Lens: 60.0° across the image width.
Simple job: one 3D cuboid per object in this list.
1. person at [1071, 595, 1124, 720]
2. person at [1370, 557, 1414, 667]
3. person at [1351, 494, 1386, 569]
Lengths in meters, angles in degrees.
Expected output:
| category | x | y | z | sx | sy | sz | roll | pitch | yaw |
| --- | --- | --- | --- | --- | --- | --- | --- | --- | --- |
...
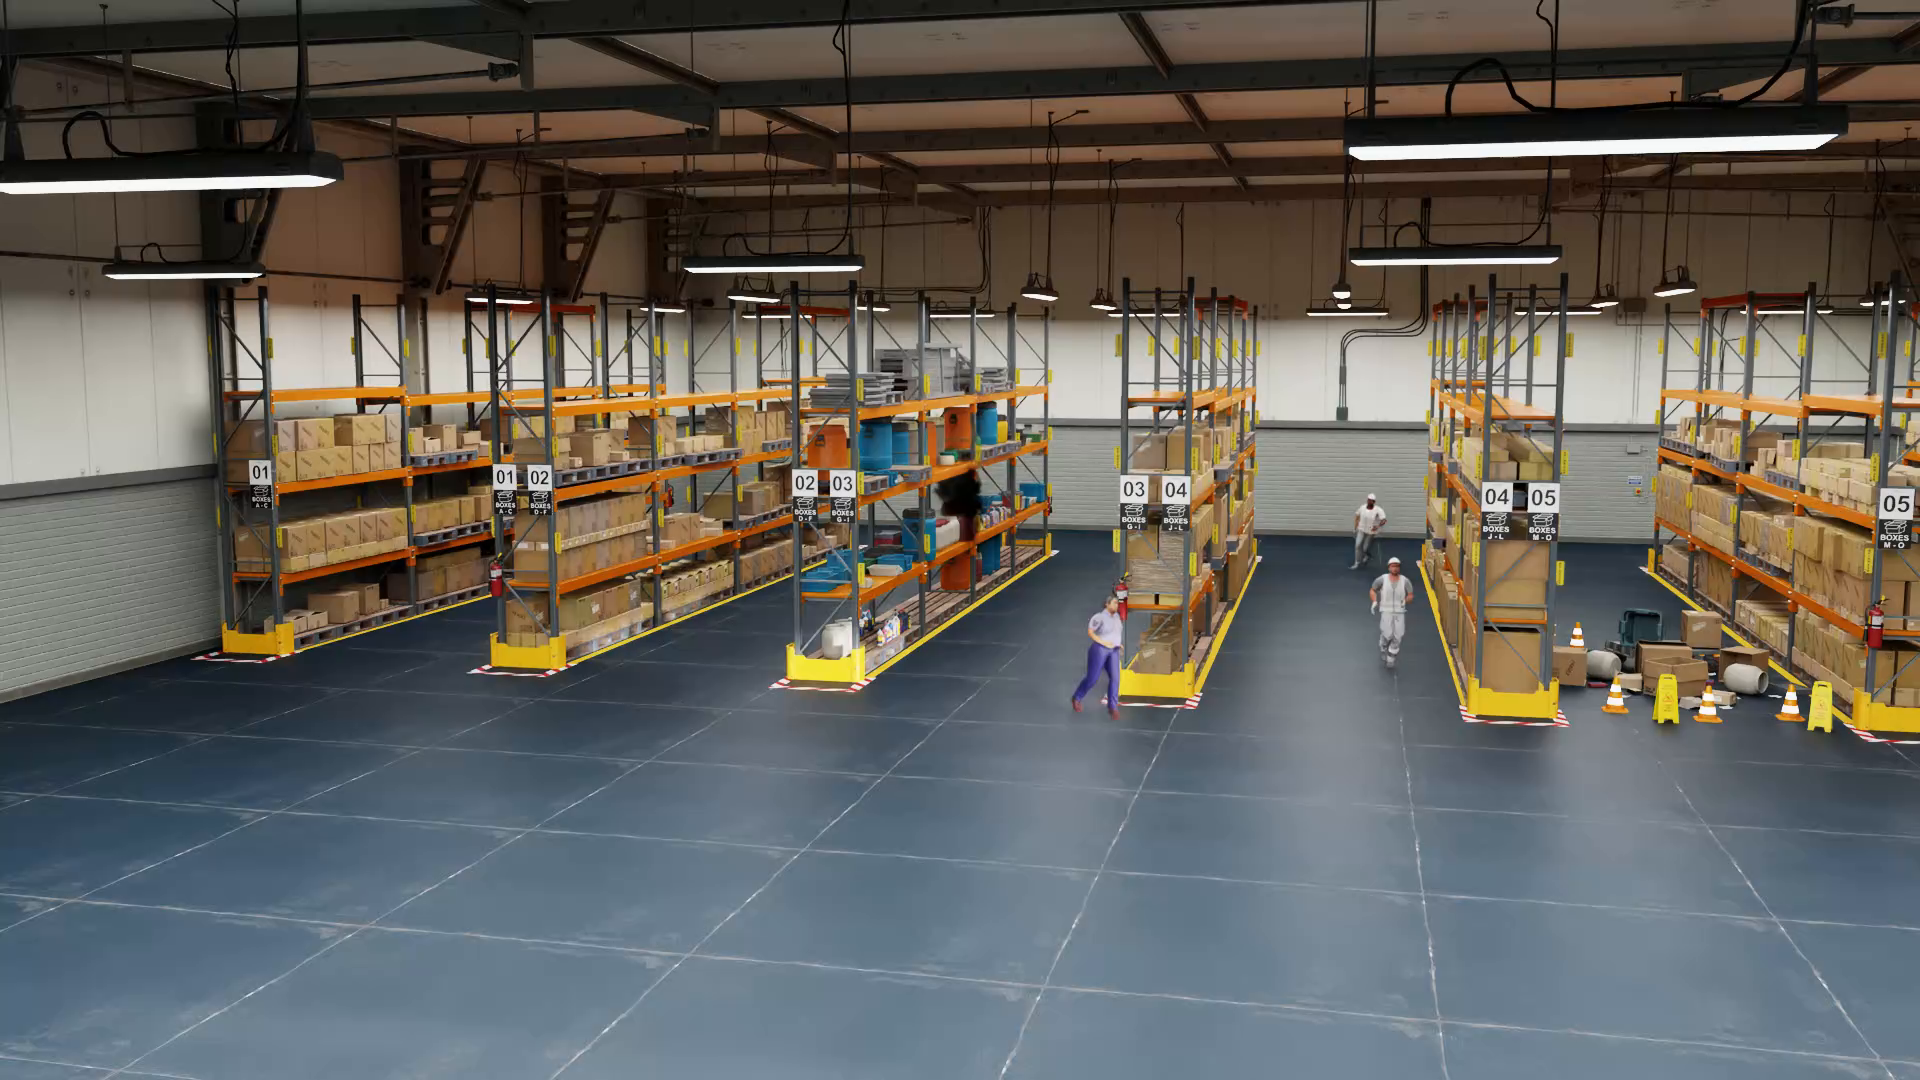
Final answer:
| category | x | y | z | sx | sy | sz | roll | pitch | yaw |
| --- | --- | --- | --- | --- | --- | --- | --- | --- | --- |
| person | 2.013 | 1.571 | 22.756 | 0.691 | 1.641 | 0.867 | -5 | 8 | -36 |
| person | 6.772 | 1.147 | 26.023 | 0.650 | 1.740 | 0.577 | 1 | 7 | 6 |
| person | 9.332 | -0.196 | 37.926 | 0.764 | 1.713 | 0.816 | 4 | 8 | 34 |
